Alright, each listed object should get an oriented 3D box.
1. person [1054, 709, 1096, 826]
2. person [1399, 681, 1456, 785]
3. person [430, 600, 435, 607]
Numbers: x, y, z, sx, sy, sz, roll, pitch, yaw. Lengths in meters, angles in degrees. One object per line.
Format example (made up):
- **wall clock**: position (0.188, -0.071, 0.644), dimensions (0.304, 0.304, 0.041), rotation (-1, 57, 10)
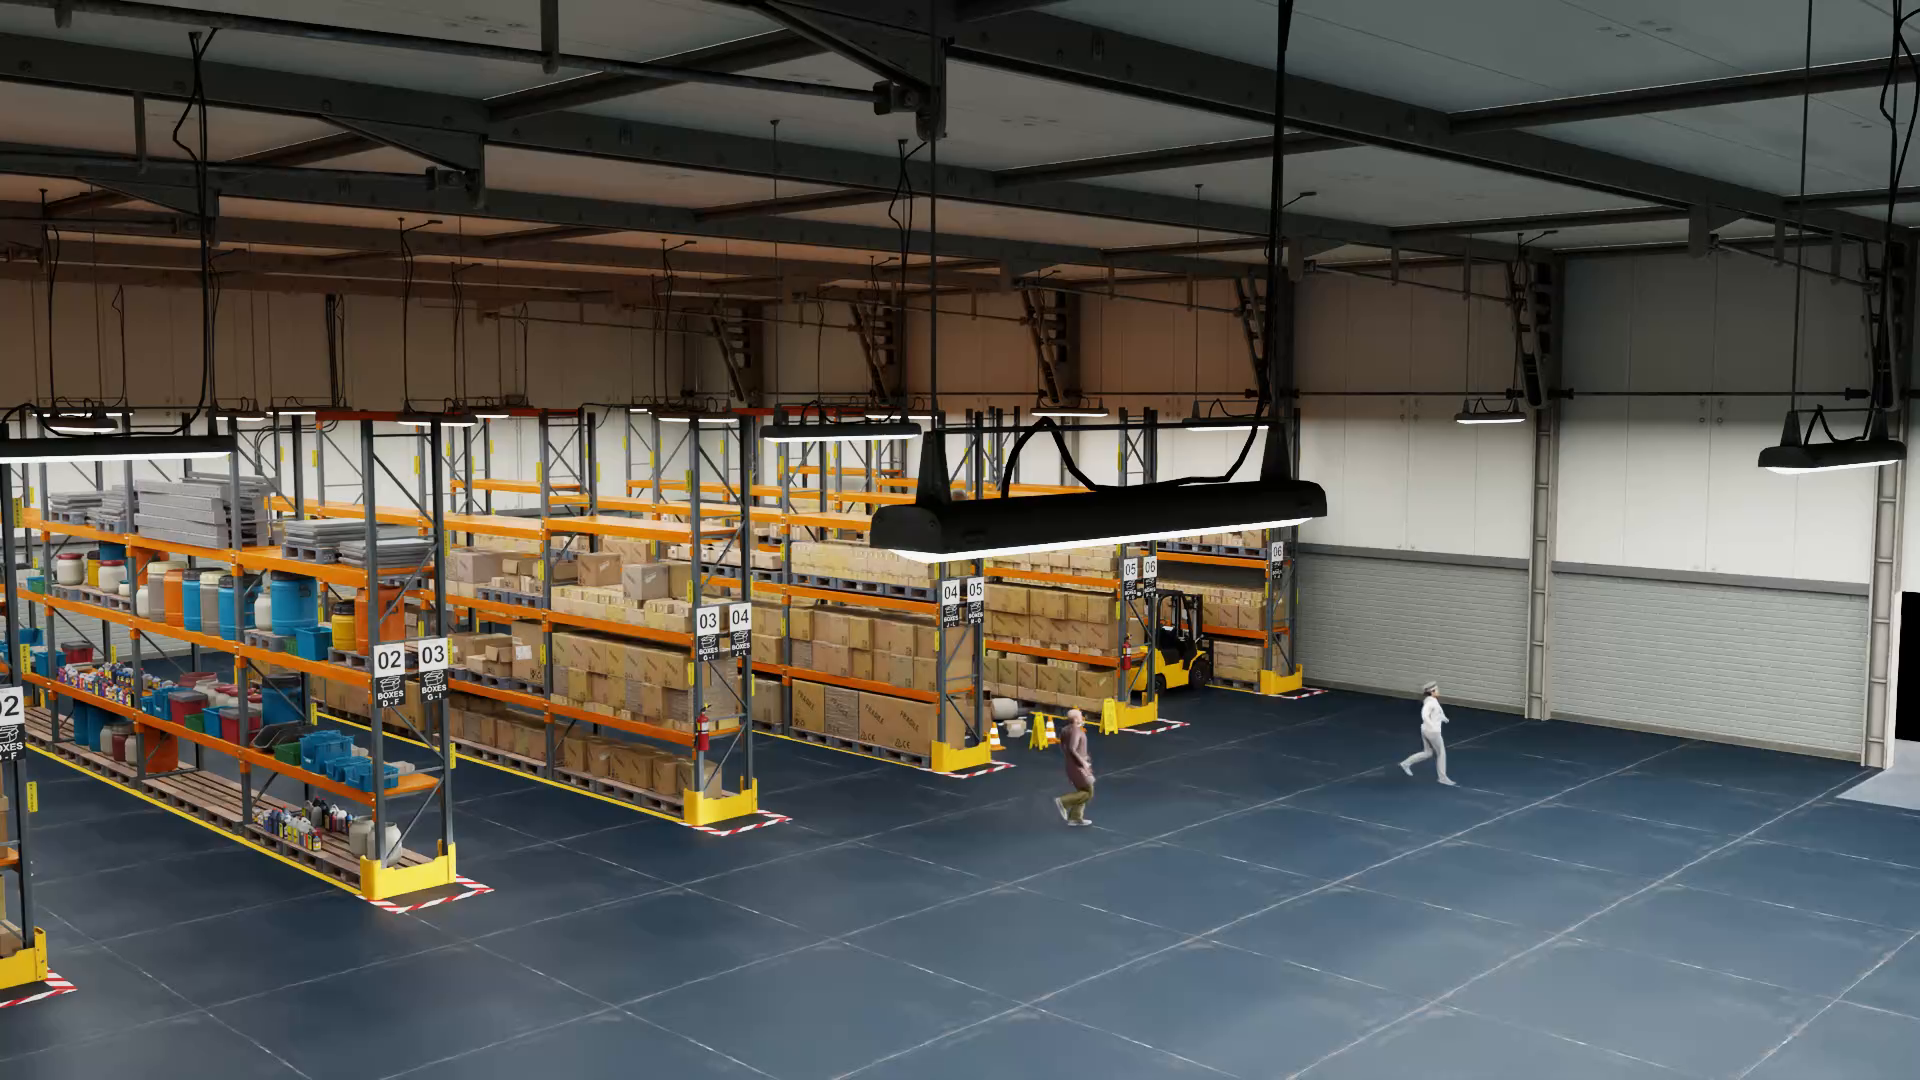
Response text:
- **person**: position (1.659, 3.326, 24.271), dimensions (0.637, 1.731, 0.712), rotation (-1, 5, -12)
- **person**: position (7.578, 3.117, 26.870), dimensions (0.893, 1.701, 0.618), rotation (0, 5, 1)
- **person**: position (-12.689, 1.971, 39.765), dimensions (0.677, 1.674, 0.916), rotation (3, 6, 33)
